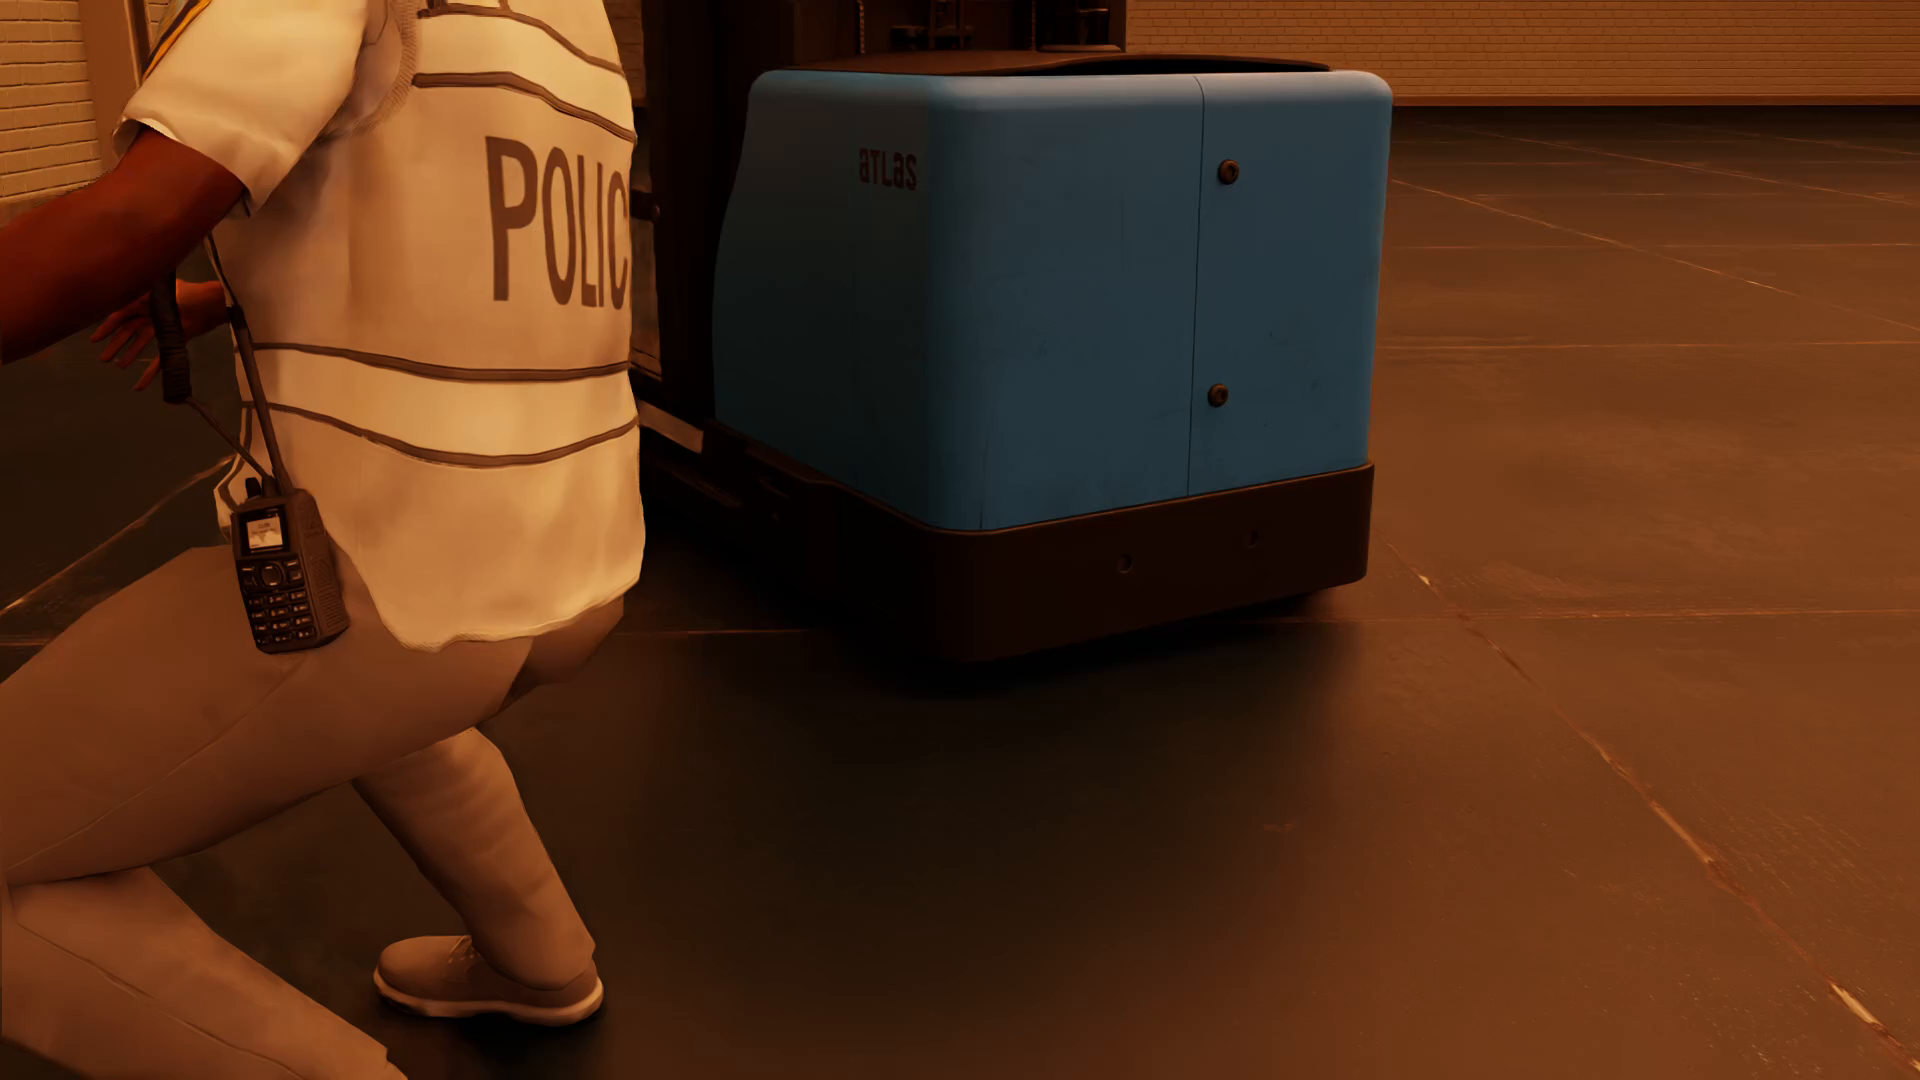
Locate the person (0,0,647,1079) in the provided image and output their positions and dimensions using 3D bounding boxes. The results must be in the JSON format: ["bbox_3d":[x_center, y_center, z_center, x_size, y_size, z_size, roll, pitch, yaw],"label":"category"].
[{"bbox_3d":[-0.637,-0.035,1.502,0.725,1.475,0.842,4,17,12],"label":"person"}]

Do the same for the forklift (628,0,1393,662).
[{"bbox_3d":[-0.341,-1.562,4.014,1.130,2.935,3.031,-10,20,-29],"label":"forklift"}]
